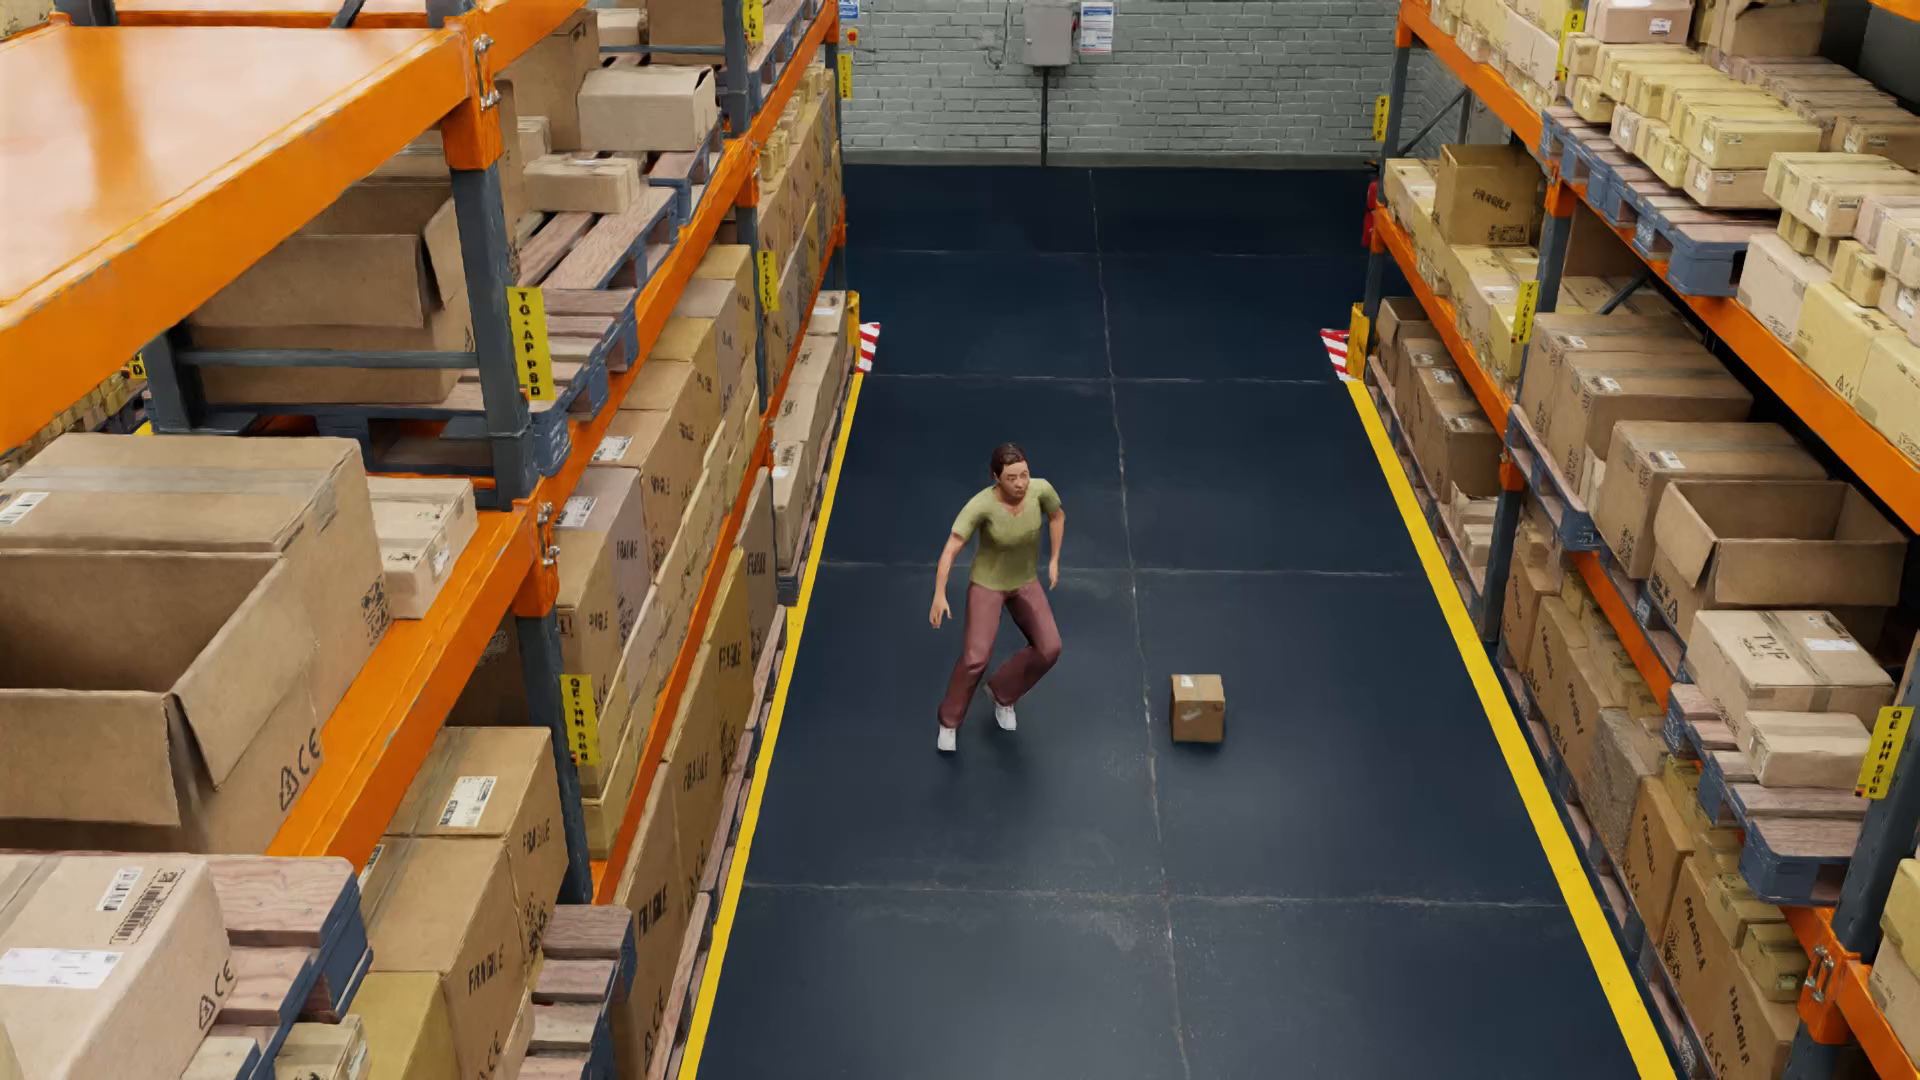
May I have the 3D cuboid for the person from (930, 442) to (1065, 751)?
[{"bbox_3d":[0.185,0.363,8.315,0.836,1.364,0.468,-14,31,-24],"label":"person"}]
